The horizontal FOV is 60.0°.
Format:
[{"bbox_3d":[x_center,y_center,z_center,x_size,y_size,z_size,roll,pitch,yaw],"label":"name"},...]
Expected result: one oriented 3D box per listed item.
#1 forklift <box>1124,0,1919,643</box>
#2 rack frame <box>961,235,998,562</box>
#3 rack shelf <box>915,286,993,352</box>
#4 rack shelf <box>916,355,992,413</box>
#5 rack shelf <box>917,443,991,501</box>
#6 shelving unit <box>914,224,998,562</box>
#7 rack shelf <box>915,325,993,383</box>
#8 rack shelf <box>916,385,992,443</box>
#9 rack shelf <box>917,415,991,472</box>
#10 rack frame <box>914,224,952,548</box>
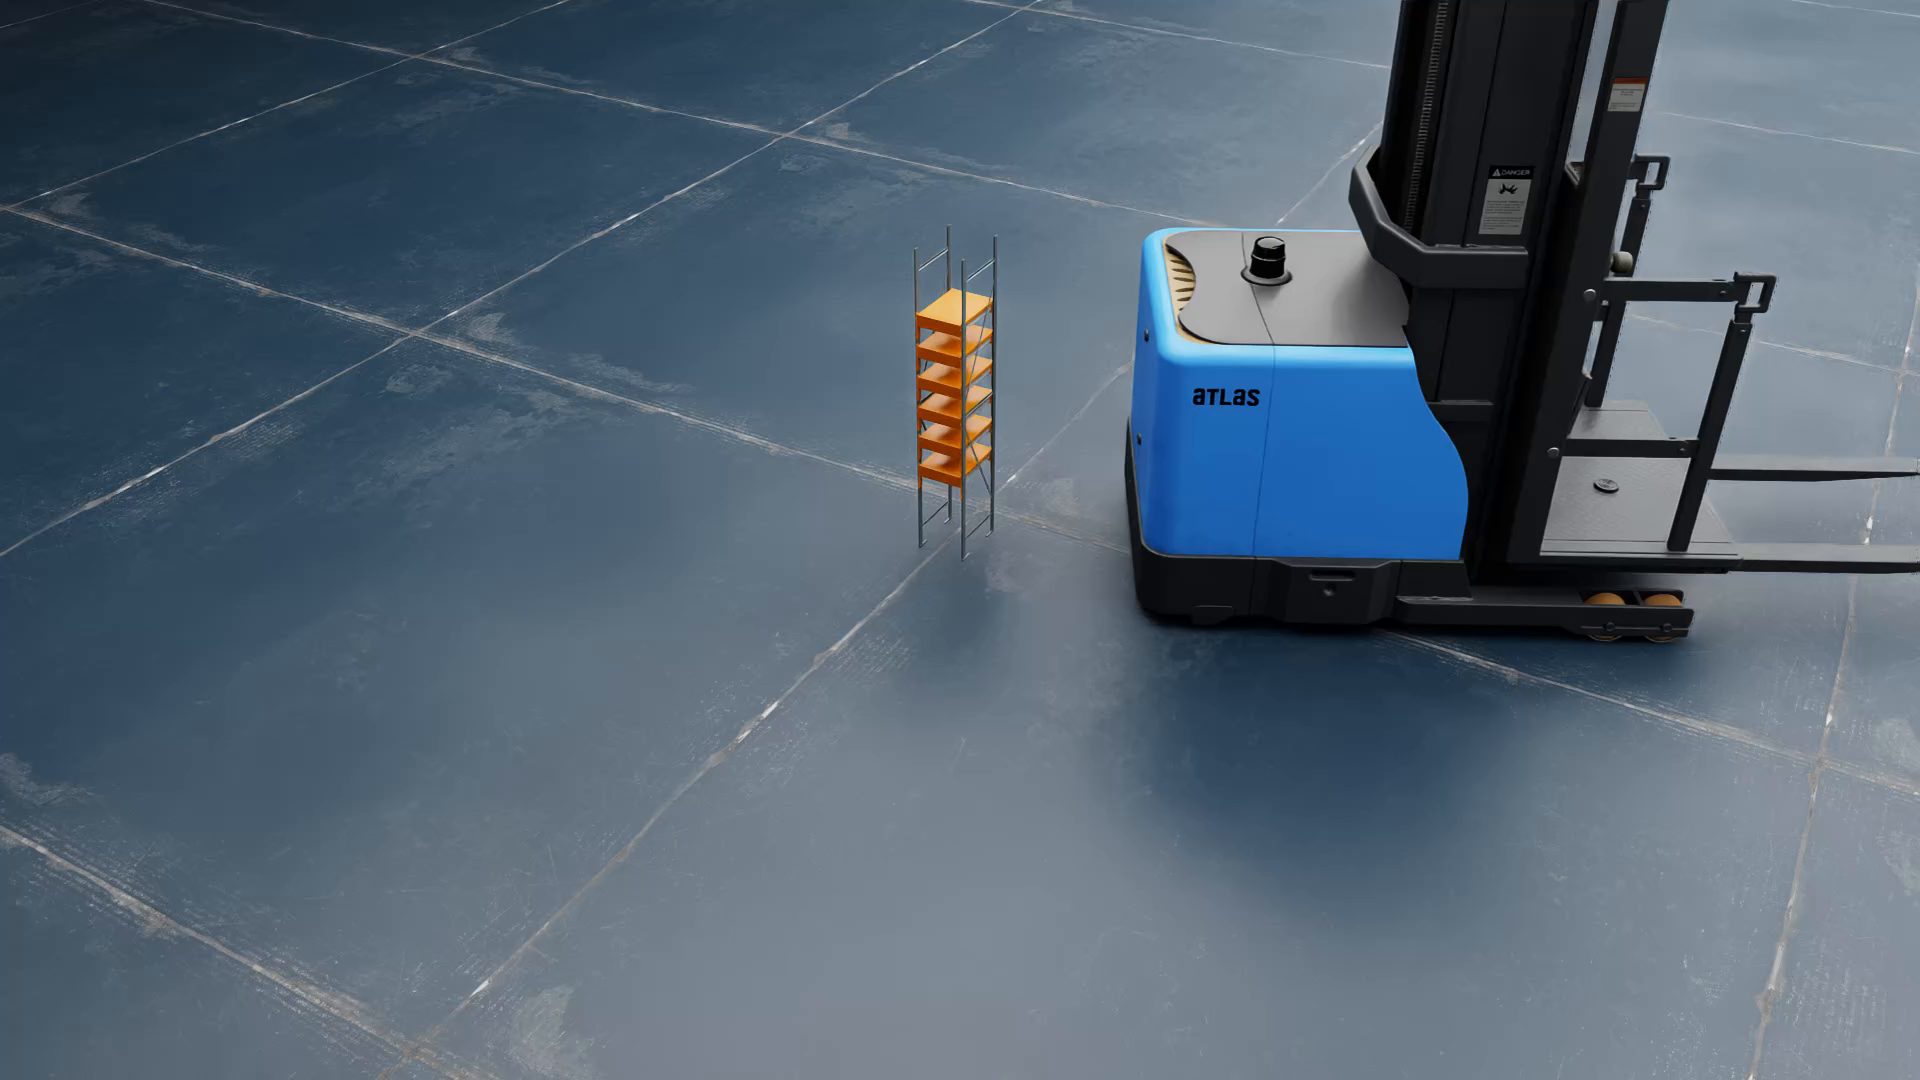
[{"bbox_3d":[2.145,-1.168,5.360,3.031,2.935,1.130,1,34,2],"label":"forklift"},{"bbox_3d":[0.067,-0.478,5.886,0.006,1.200,0.240,18,37,24],"label":"rack frame"},{"bbox_3d":[-0.013,-0.766,5.749,0.180,0.103,0.258,18,37,24],"label":"rack shelf"},{"bbox_3d":[-0.013,-0.566,5.882,0.180,0.103,0.258,18,37,24],"label":"rack shelf"},{"bbox_3d":[-0.013,-0.267,6.081,0.180,0.103,0.258,18,37,24],"label":"rack shelf"},{"bbox_3d":[-0.013,-0.503,5.923,0.189,1.200,0.258,18,37,24],"label":"shelving unit"},{"bbox_3d":[-0.013,-0.666,5.815,0.180,0.103,0.258,18,37,24],"label":"rack shelf"},{"bbox_3d":[-0.013,-0.466,5.948,0.180,0.103,0.258,18,37,24],"label":"rack shelf"},{"bbox_3d":[-0.013,-0.367,6.015,0.180,0.103,0.258,18,37,24],"label":"rack shelf"},{"bbox_3d":[-0.092,-0.529,5.961,0.006,1.200,0.240,18,37,24],"label":"rack frame"}]
